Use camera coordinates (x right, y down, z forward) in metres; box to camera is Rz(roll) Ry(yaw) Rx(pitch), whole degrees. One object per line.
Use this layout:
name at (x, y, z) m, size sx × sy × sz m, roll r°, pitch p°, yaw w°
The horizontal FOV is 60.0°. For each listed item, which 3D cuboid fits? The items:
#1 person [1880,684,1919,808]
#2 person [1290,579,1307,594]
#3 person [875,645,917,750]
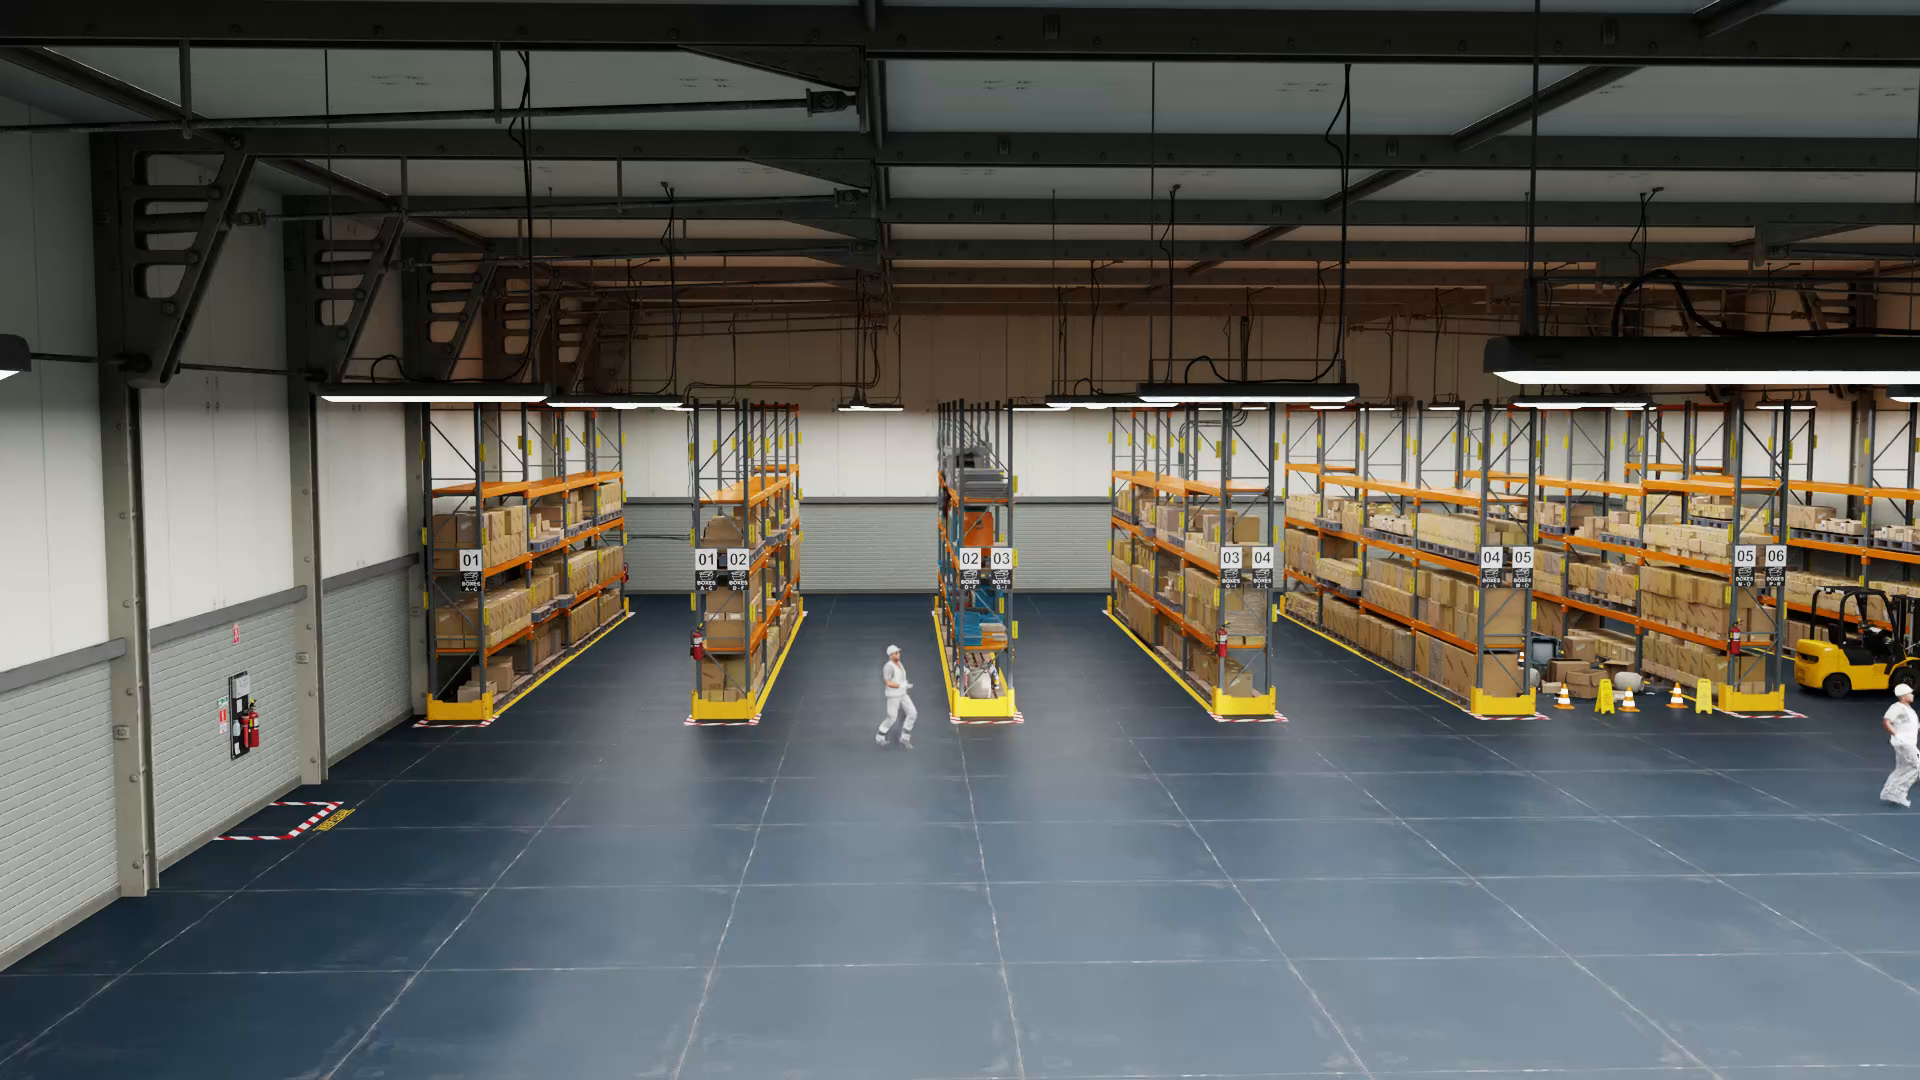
person at (13.822, 3.001, 24.243) m, size 0.660 × 1.795 × 0.660 m, roll 3°, pitch 5°, yaw 30°
person at (9.987, 1.177, 48.818) m, size 0.688 × 1.727 × 0.582 m, roll -1°, pitch 4°, yaw -13°
person at (-1.088, 2.676, 28.415) m, size 0.755 × 1.776 × 0.670 m, roll 2°, pitch 5°, yaw 30°
